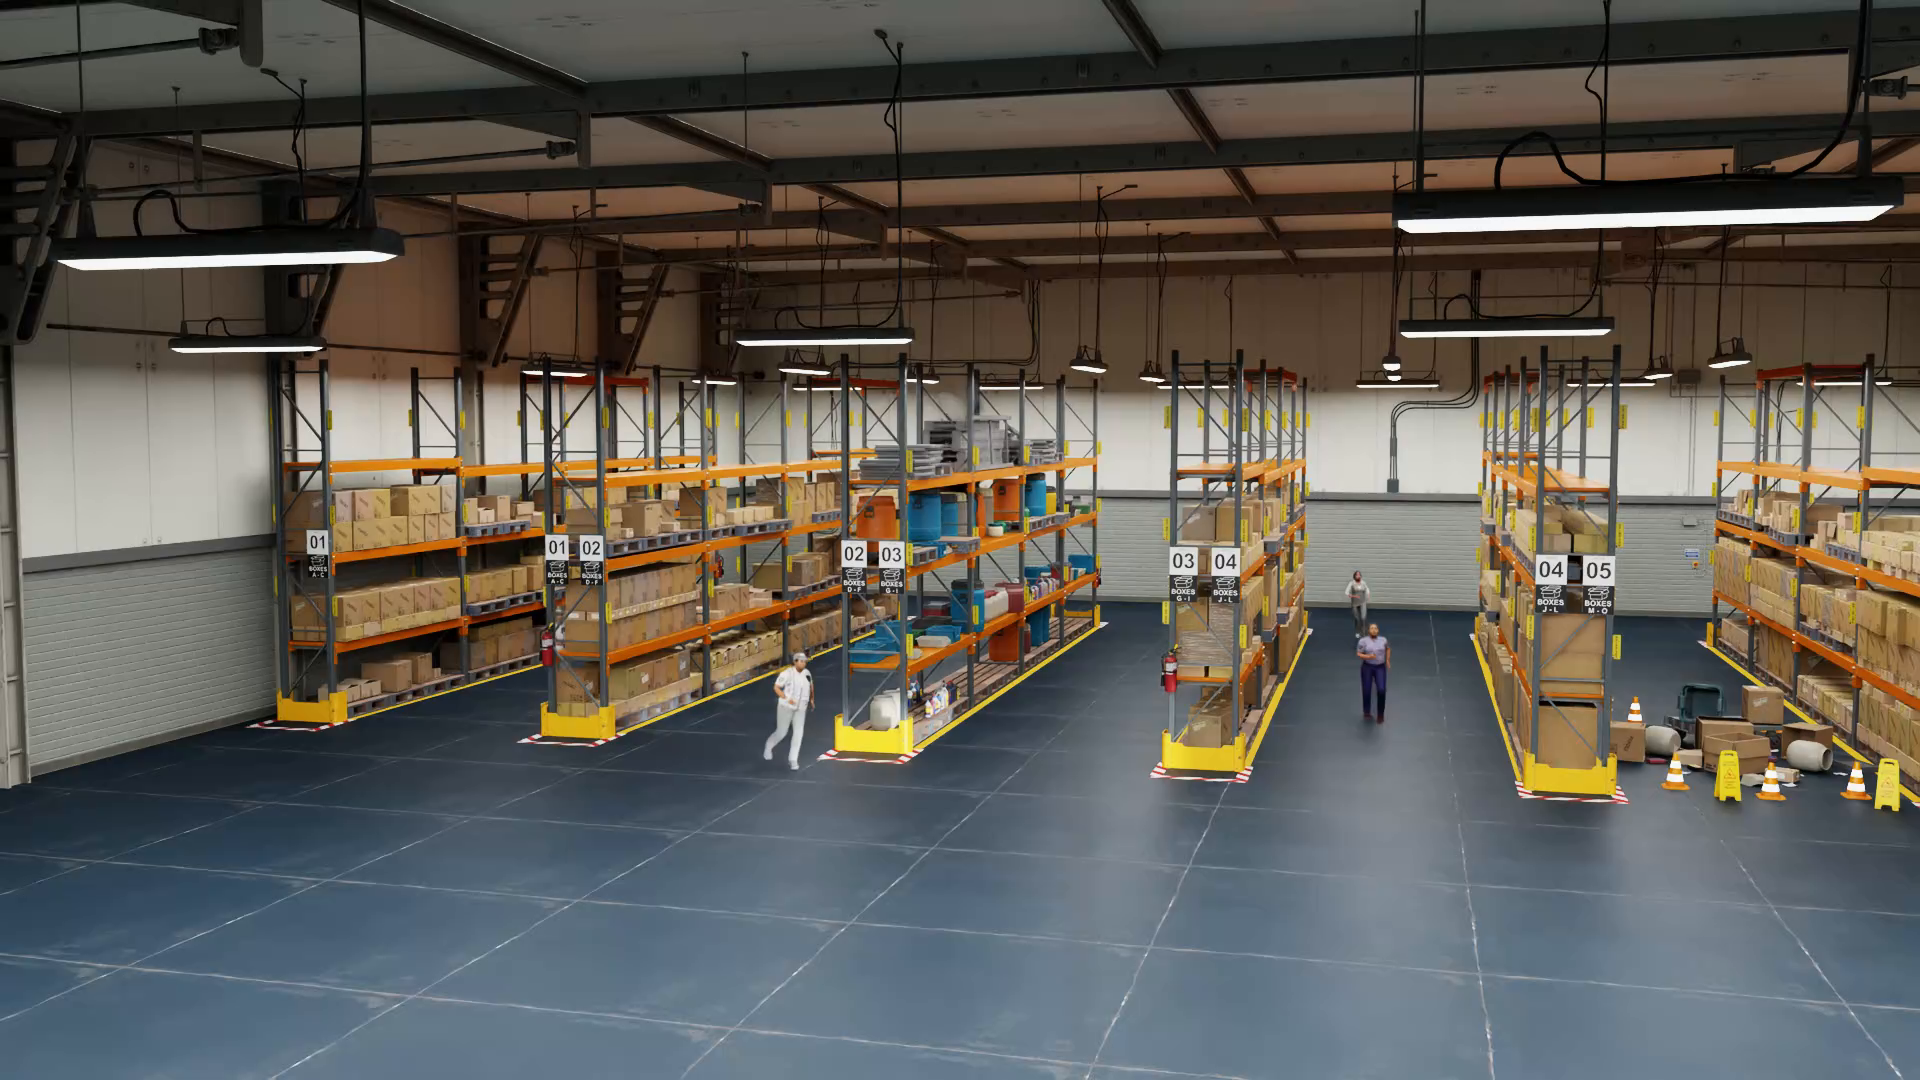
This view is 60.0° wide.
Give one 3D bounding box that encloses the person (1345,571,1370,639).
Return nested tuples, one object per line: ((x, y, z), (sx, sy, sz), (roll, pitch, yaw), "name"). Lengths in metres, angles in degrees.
((8.974, 1.513, 37.567), (0.572, 1.653, 0.679), (0, 4, 2), "person")

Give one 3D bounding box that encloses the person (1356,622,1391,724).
((6.863, 2.208, 27.587), (0.576, 1.694, 0.716), (1, 4, 9), "person")

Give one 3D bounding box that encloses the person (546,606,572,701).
((-7.005, 2.019, 29.103), (0.673, 1.755, 0.944), (1, 4, 15), "person")

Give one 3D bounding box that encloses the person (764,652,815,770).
((-2.410, 2.448, 24.205), (0.714, 1.634, 0.837), (-3, 5, -32), "person")
